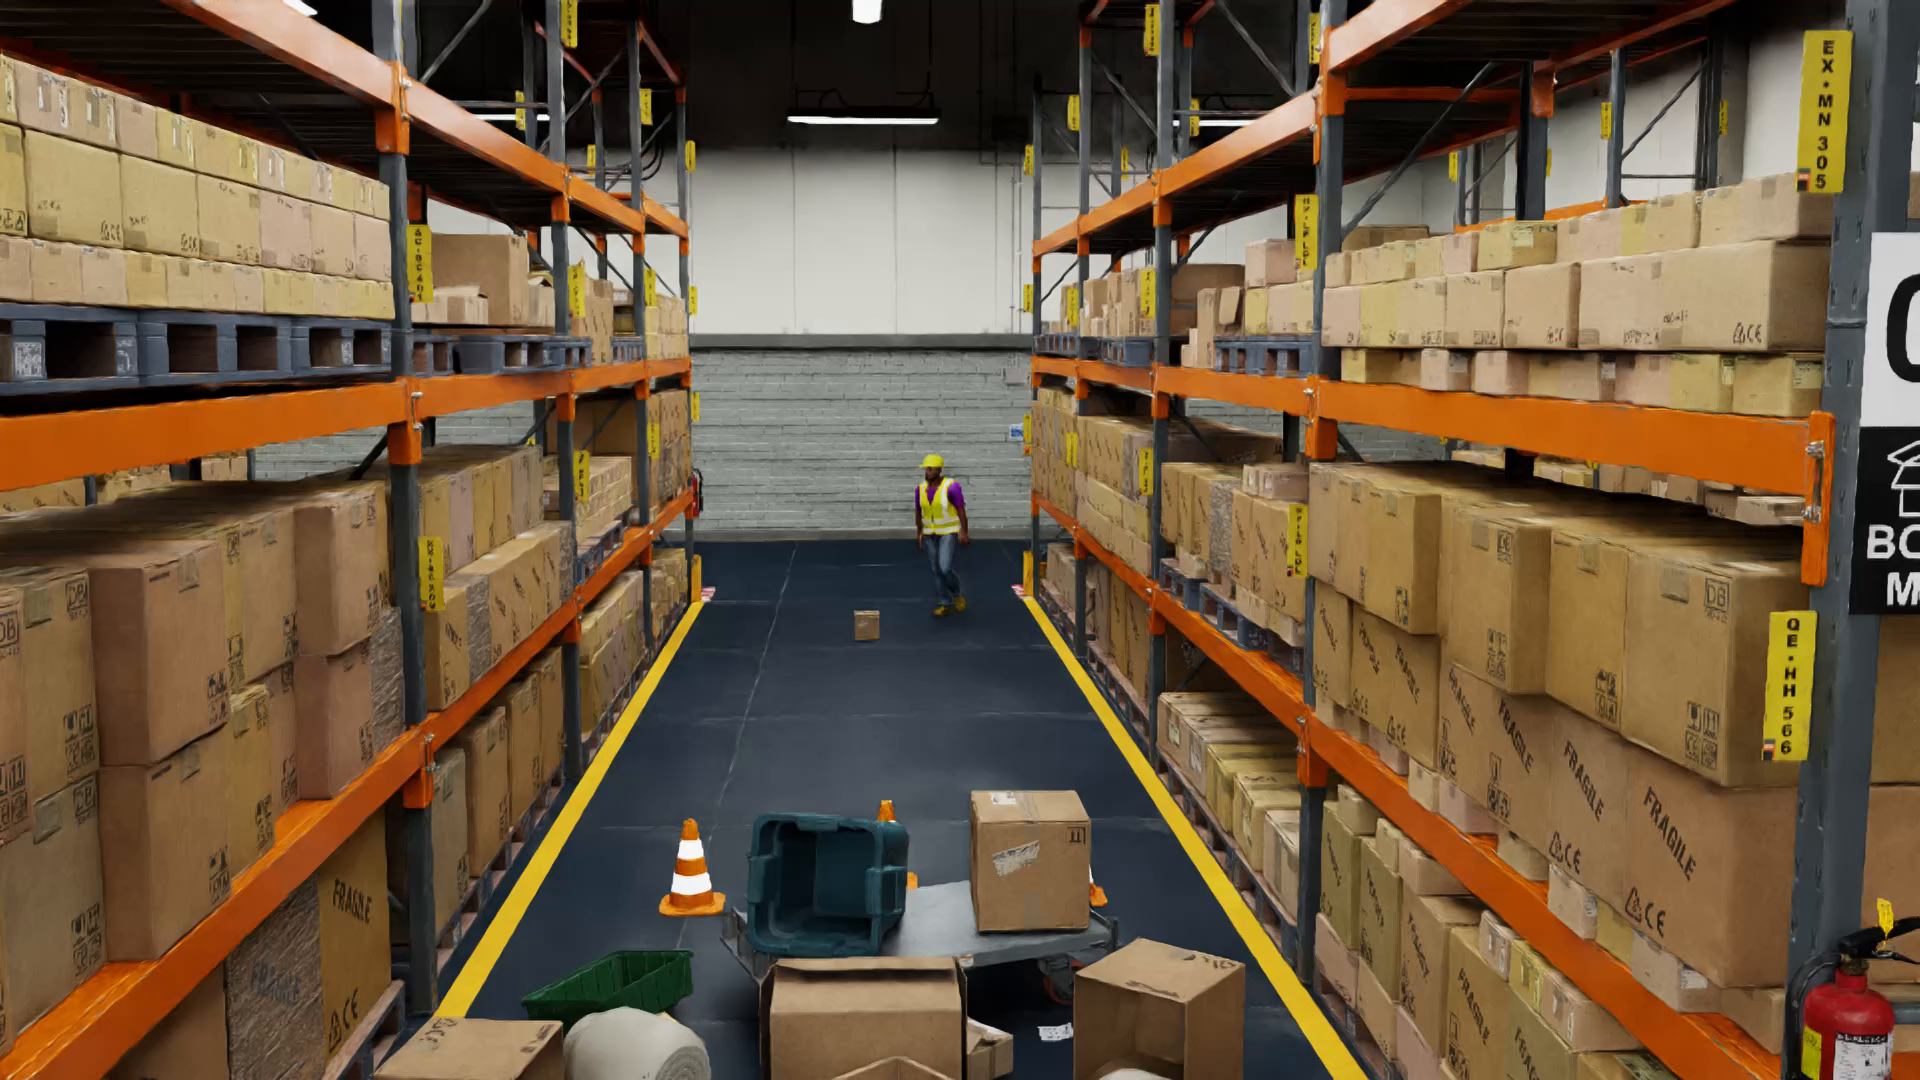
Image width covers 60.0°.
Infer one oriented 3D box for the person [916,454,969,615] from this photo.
[{"bbox_3d":[-0.223,-0.060,18.045,0.593,1.756,0.501,4,8,31],"label":"person"}]
